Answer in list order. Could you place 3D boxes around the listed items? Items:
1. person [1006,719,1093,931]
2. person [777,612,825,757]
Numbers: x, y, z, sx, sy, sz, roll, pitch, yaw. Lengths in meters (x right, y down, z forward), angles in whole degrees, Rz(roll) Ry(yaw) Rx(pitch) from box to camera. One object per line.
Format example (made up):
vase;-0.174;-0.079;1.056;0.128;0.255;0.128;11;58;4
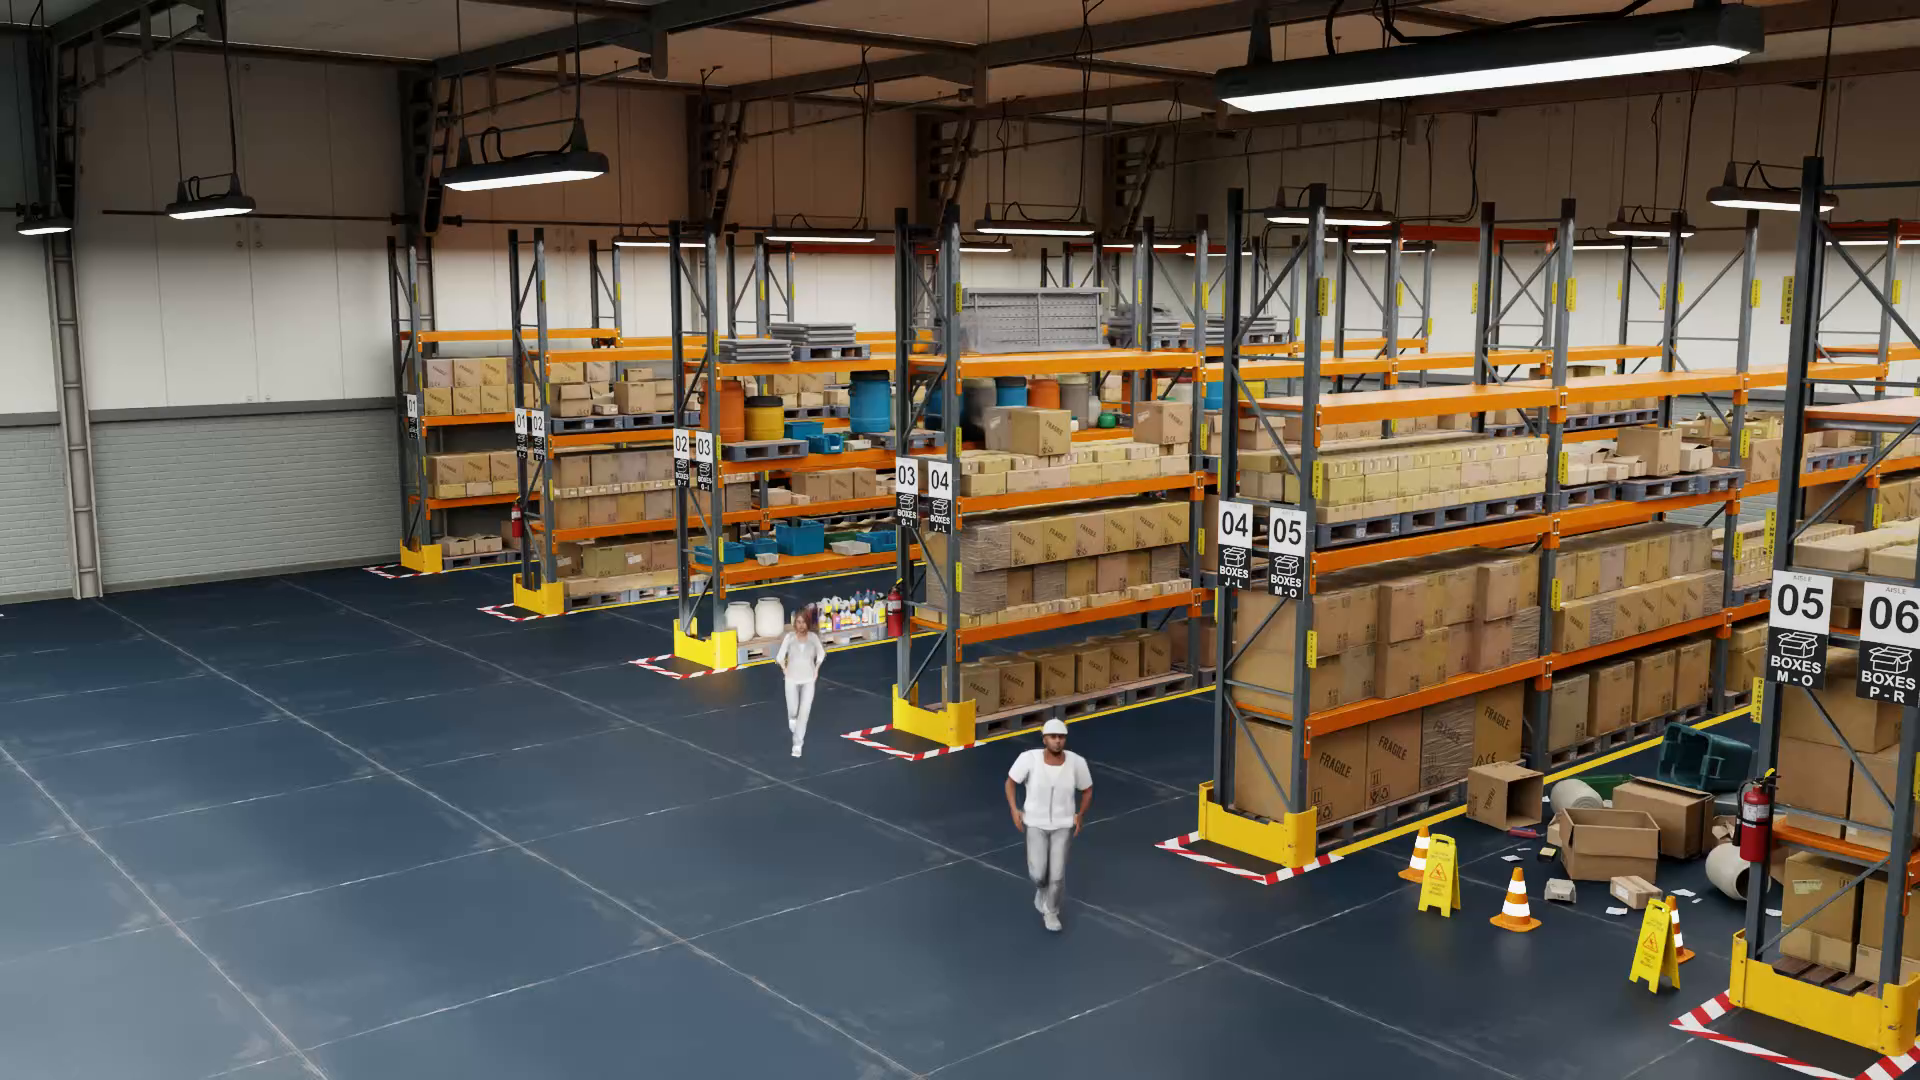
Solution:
person;0.726;2.283;13.367;0.703;1.726;0.541;0;9;-1
person;-1.767;1.577;18.525;0.538;1.564;0.752;-1;9;-7
